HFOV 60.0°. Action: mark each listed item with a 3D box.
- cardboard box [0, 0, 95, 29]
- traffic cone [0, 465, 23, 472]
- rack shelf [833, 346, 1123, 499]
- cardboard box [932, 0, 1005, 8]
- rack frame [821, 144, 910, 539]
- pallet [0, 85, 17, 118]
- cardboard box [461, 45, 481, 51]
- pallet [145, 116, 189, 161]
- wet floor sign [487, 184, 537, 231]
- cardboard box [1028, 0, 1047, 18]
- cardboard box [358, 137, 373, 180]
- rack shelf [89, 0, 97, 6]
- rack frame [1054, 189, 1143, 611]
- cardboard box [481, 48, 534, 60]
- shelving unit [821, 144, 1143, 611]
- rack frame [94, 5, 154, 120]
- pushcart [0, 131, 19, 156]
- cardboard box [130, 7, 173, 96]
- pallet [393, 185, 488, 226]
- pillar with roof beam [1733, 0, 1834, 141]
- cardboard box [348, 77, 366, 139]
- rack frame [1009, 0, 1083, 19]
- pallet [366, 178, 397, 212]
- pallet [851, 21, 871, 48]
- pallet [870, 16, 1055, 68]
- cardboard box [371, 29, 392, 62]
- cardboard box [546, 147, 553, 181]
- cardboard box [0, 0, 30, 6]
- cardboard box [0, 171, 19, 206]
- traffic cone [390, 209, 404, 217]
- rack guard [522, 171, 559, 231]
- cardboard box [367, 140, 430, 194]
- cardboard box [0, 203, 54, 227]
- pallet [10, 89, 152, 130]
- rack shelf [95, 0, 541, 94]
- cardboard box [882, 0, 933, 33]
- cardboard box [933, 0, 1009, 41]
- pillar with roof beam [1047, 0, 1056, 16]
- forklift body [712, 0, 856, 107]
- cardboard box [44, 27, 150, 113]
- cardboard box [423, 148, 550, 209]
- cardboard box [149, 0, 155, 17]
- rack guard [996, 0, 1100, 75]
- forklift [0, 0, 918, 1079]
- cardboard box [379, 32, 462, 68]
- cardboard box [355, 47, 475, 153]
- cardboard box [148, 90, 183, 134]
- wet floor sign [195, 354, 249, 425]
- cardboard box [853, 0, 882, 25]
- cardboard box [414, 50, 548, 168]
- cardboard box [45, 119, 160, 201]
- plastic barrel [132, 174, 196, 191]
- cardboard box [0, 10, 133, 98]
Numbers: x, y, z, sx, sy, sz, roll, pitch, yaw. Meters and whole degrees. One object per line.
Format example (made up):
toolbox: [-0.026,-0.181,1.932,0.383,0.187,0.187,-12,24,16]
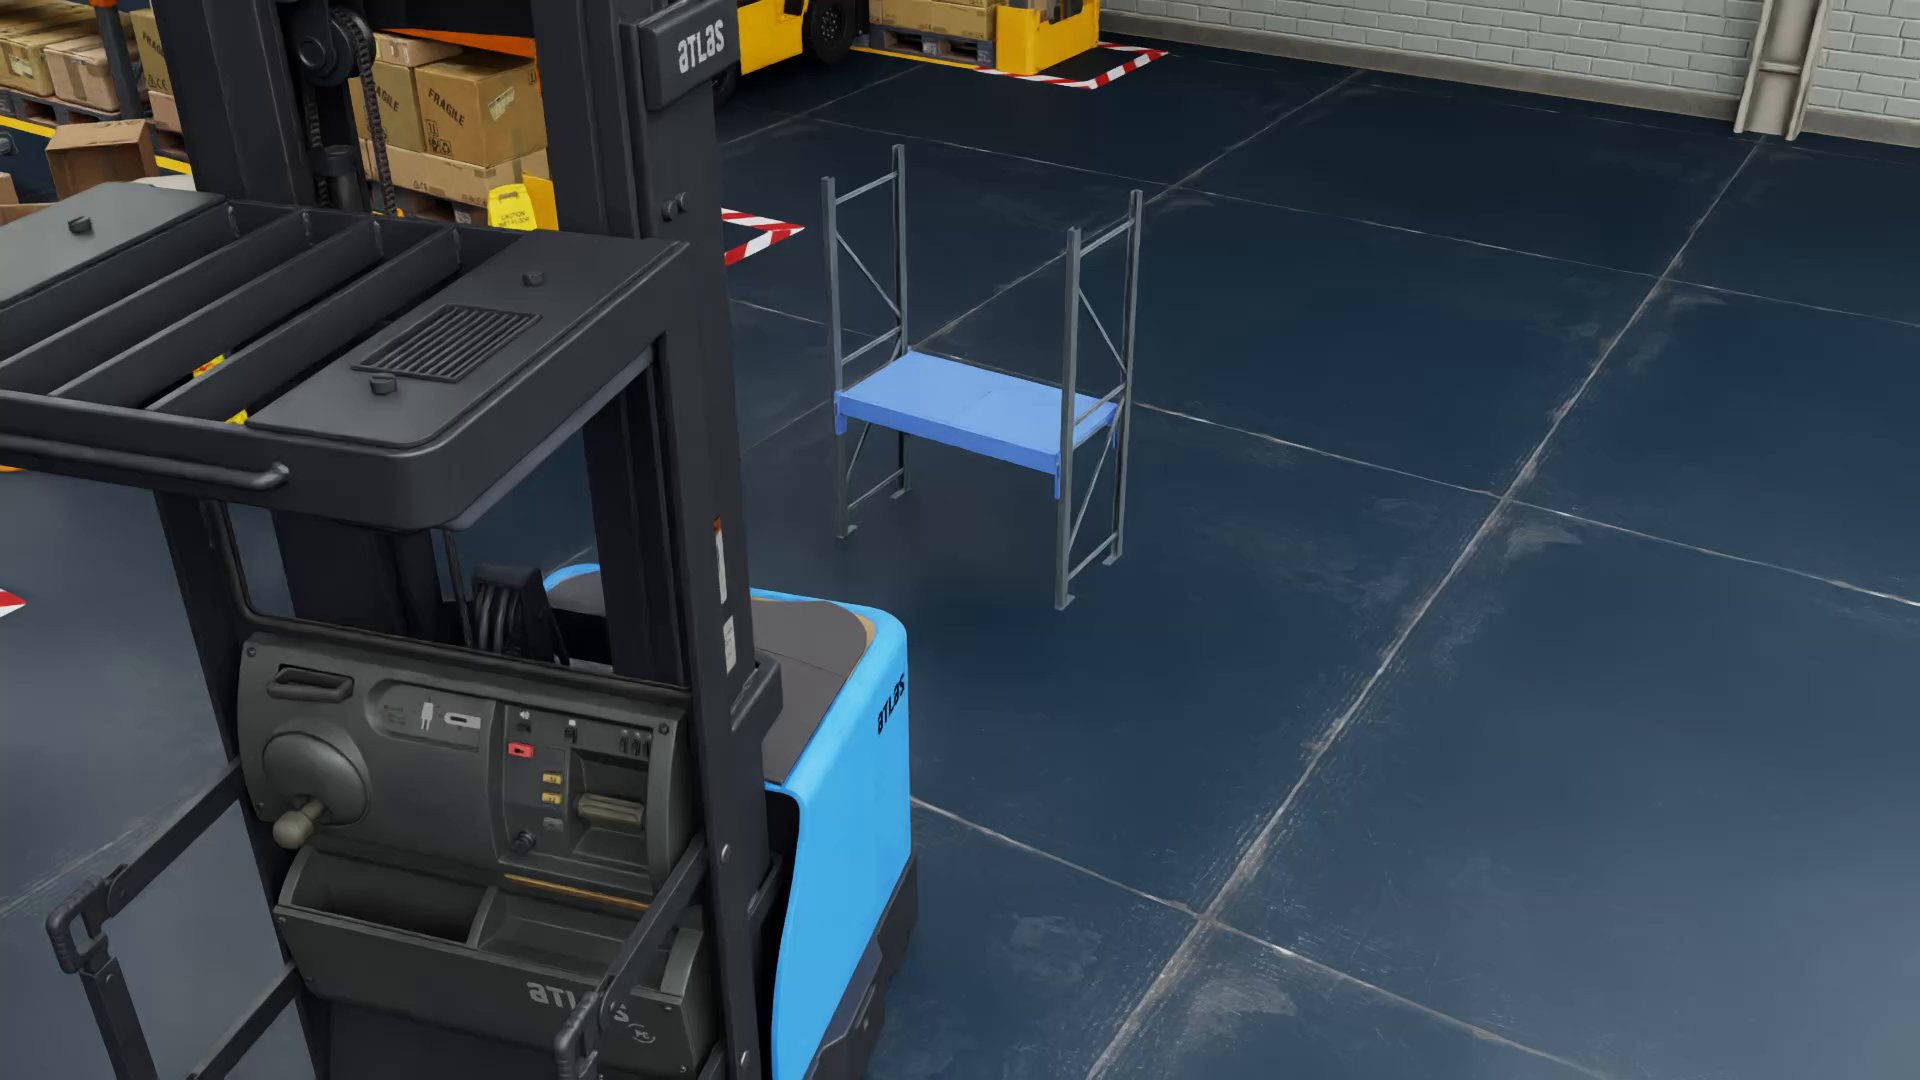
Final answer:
cardboard box: [-6.978,-3.718,12.337,0.625,0.372,0.950,19,35,29]
traffic cone: [-4.185,-0.597,7.313,0.334,0.463,0.336,18,35,27]
rack shelf: [0.072,-0.470,6.424,1.000,0.185,0.538,18,35,27]
cardboard box: [0.113,-4.410,13.148,0.500,0.250,0.500,17,34,27]
rack frame: [-0.358,-0.761,6.566,0.032,1.500,0.500,18,35,27]
pallet: [-7.029,-3.485,12.515,1.213,0.211,1.003,18,35,27]
cardboard box: [-2.946,-2.880,10.277,0.500,0.500,0.500,16,34,26]
pallet: [-4.744,-2.786,11.316,1.213,0.211,1.003,18,35,27]
wet floor sign: [-2.352,-1.559,8.782,0.267,0.644,0.232,-21,36,-32]
cardboard box: [0.380,-4.412,13.648,0.500,0.250,0.500,18,35,28]
cardboard box: [-3.652,-2.459,10.301,0.500,0.250,0.500,16,34,26]
rack shelf: [-7.026,-4.380,11.996,4.000,0.370,1.077,18,35,27]
rack frame: [0.503,-0.489,6.099,0.032,1.500,0.500,18,35,27]
cardboard box: [-2.500,-2.742,10.041,0.500,0.500,0.500,16,34,26]
shelving unit: [0.072,-0.625,6.333,1.048,1.500,0.538,18,35,27]
rack frame: [-5.332,-4.155,10.896,0.127,3.000,1.000,18,35,27]
pushcart: [-6.501,-2.036,9.866,0.936,0.377,1.648,6,31,10]
cardboard box: [-4.975,-3.200,10.826,0.500,0.500,0.500,19,35,30]
pallet: [-2.677,-2.132,10.196,1.213,0.211,1.003,18,35,27]
pillar with roof beam: [3.375,-4.921,6.255,0.400,9.000,9.100,18,35,27]
cardboard box: [-3.628,-2.781,10.109,0.500,0.500,0.500,17,34,26]
rack frame: [0.692,-5.203,12.692,0.127,3.000,1.000,18,35,27]
pallet: [-3.707,-2.460,10.757,1.213,0.211,1.003,18,35,27]
pallet: [-1.007,-4.513,14.276,1.213,0.211,1.003,18,35,27]
pallet: [0.022,-4.186,13.715,1.213,0.211,1.003,18,35,27]
cardboard box: [-3.319,-2.923,9.708,0.250,0.149,0.380,18,35,28]
cardboard box: [-2.480,-2.412,10.219,0.500,0.250,0.500,17,34,27]
cardboard box: [-7.617,-3.923,12.689,0.625,0.372,0.950,17,34,26]
cardboard box: [-5.574,-1.701,9.032,0.503,0.637,0.797,18,35,27]
traffic cone: [-2.994,-1.553,8.952,0.334,0.463,0.336,18,35,27]
rack guard: [-2.008,-2.024,9.724,0.348,0.500,1.175,18,35,27]
cardboard box: [-3.206,-2.321,10.064,0.500,0.250,0.500,18,35,28]
cardboard box: [-4.777,-1.396,8.643,0.637,0.503,0.797,-4,30,-7]
pallet: [-5.992,-3.159,11.955,1.213,0.211,1.003,18,35,27]
rack shelf: [-3.638,-3.309,10.159,4.000,0.370,1.077,18,35,27]
cardboard box: [-0.290,-4.325,13.499,0.500,0.250,0.500,18,35,27]
cardboard box: [0.126,-4.188,13.264,0.500,0.250,0.500,18,35,28]
pillar with roof beam: [-1.707,-6.528,9.010,0.400,9.000,9.100,18,35,27]
forklift body: [-1.884,-4.566,12.442,1.214,2.155,2.313,18,35,27]
cardboard box: [-5.777,-3.341,11.691,0.625,0.372,0.950,18,35,28]
cardboard box: [-2.792,-2.186,9.832,0.500,0.250,0.500,17,34,27]
cardboard box: [-4.902,-3.421,10.561,0.250,0.149,0.380,18,35,28]
rack guard: [0.712,-4.117,13.311,0.348,0.500,1.175,18,35,27]
forklift: [-1.029,0.488,3.004,1.130,2.935,3.031,8,31,14]
cardboard box: [-3.108,-2.855,9.590,0.250,0.149,0.380,19,35,29]
cardboard box: [-3.205,-2.643,9.872,0.500,0.500,0.500,19,35,29]
cardboard box: [-4.975,-2.876,11.015,0.500,0.250,0.500,16,34,25]
wet floor sign: [-3.413,-0.764,7.420,0.232,0.644,0.267,12,32,19]
cardboard box: [-0.709,-4.463,13.736,0.500,0.250,0.500,18,35,28]
cardboard box: [-2.761,-2.505,9.634,0.500,0.500,0.500,18,35,28]
cardboard box: [-5.148,-2.209,10.038,0.500,0.500,0.500,-9,32,-15]
plastic barrel: [-4.498,-1.878,9.549,0.512,0.421,0.421,-9,32,-15]
cardboard box: [-6.388,-3.532,12.019,0.625,0.372,0.950,20,36,30]
